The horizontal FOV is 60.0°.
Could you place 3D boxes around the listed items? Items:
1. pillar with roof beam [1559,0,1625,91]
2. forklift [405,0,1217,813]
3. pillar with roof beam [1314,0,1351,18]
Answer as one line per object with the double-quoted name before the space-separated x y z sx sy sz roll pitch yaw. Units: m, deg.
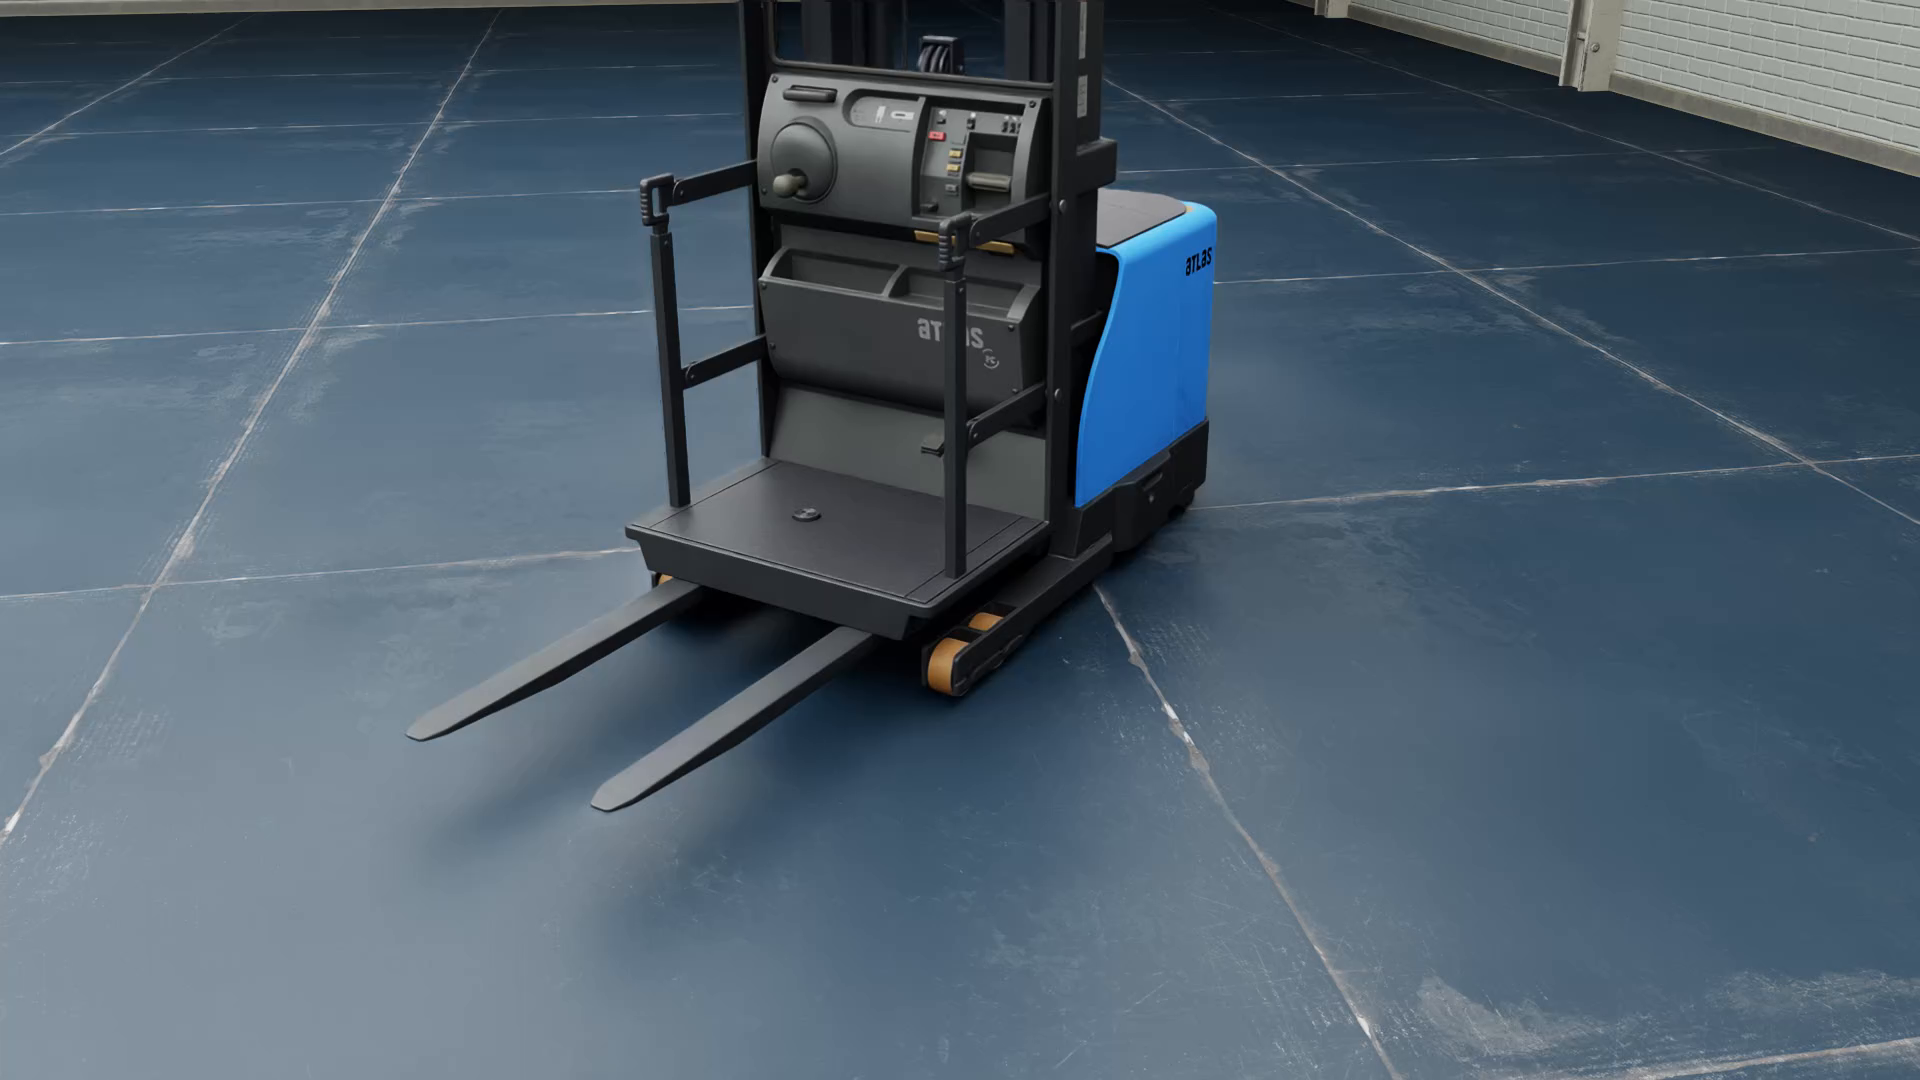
"pillar with roof beam" 1.496 -7.952 12.714 9.100 9.000 0.400 -4 24 -10
"forklift" -0.298 -1.109 4.627 1.130 2.935 3.031 14 27 28
"pillar with roof beam" 0.387 -10.312 18.118 9.100 9.000 0.400 -4 24 -10
